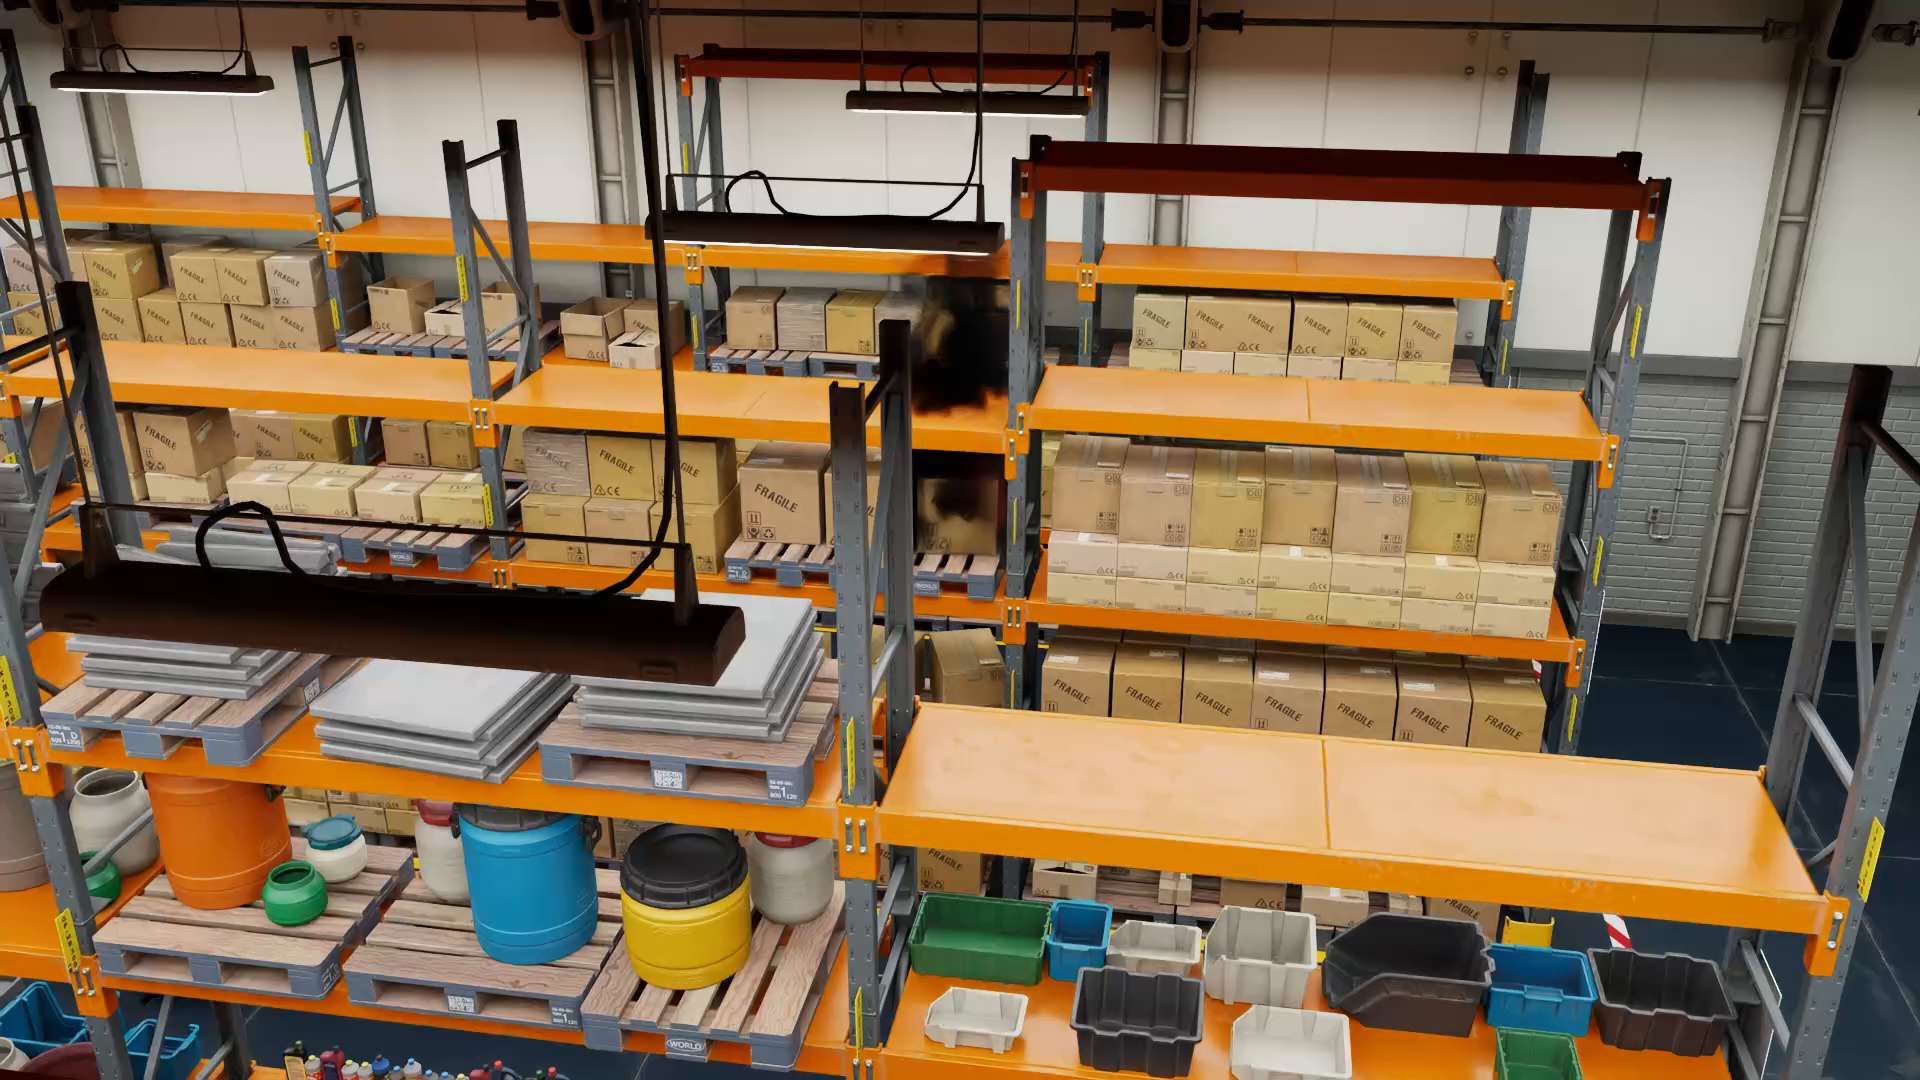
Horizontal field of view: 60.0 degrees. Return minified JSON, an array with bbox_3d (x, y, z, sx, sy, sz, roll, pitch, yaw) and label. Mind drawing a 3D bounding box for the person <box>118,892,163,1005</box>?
[{"bbox_3d":[-6.047,2.606,12.024,0.583,1.687,0.707,-1,23,-3],"label":"person"}]
